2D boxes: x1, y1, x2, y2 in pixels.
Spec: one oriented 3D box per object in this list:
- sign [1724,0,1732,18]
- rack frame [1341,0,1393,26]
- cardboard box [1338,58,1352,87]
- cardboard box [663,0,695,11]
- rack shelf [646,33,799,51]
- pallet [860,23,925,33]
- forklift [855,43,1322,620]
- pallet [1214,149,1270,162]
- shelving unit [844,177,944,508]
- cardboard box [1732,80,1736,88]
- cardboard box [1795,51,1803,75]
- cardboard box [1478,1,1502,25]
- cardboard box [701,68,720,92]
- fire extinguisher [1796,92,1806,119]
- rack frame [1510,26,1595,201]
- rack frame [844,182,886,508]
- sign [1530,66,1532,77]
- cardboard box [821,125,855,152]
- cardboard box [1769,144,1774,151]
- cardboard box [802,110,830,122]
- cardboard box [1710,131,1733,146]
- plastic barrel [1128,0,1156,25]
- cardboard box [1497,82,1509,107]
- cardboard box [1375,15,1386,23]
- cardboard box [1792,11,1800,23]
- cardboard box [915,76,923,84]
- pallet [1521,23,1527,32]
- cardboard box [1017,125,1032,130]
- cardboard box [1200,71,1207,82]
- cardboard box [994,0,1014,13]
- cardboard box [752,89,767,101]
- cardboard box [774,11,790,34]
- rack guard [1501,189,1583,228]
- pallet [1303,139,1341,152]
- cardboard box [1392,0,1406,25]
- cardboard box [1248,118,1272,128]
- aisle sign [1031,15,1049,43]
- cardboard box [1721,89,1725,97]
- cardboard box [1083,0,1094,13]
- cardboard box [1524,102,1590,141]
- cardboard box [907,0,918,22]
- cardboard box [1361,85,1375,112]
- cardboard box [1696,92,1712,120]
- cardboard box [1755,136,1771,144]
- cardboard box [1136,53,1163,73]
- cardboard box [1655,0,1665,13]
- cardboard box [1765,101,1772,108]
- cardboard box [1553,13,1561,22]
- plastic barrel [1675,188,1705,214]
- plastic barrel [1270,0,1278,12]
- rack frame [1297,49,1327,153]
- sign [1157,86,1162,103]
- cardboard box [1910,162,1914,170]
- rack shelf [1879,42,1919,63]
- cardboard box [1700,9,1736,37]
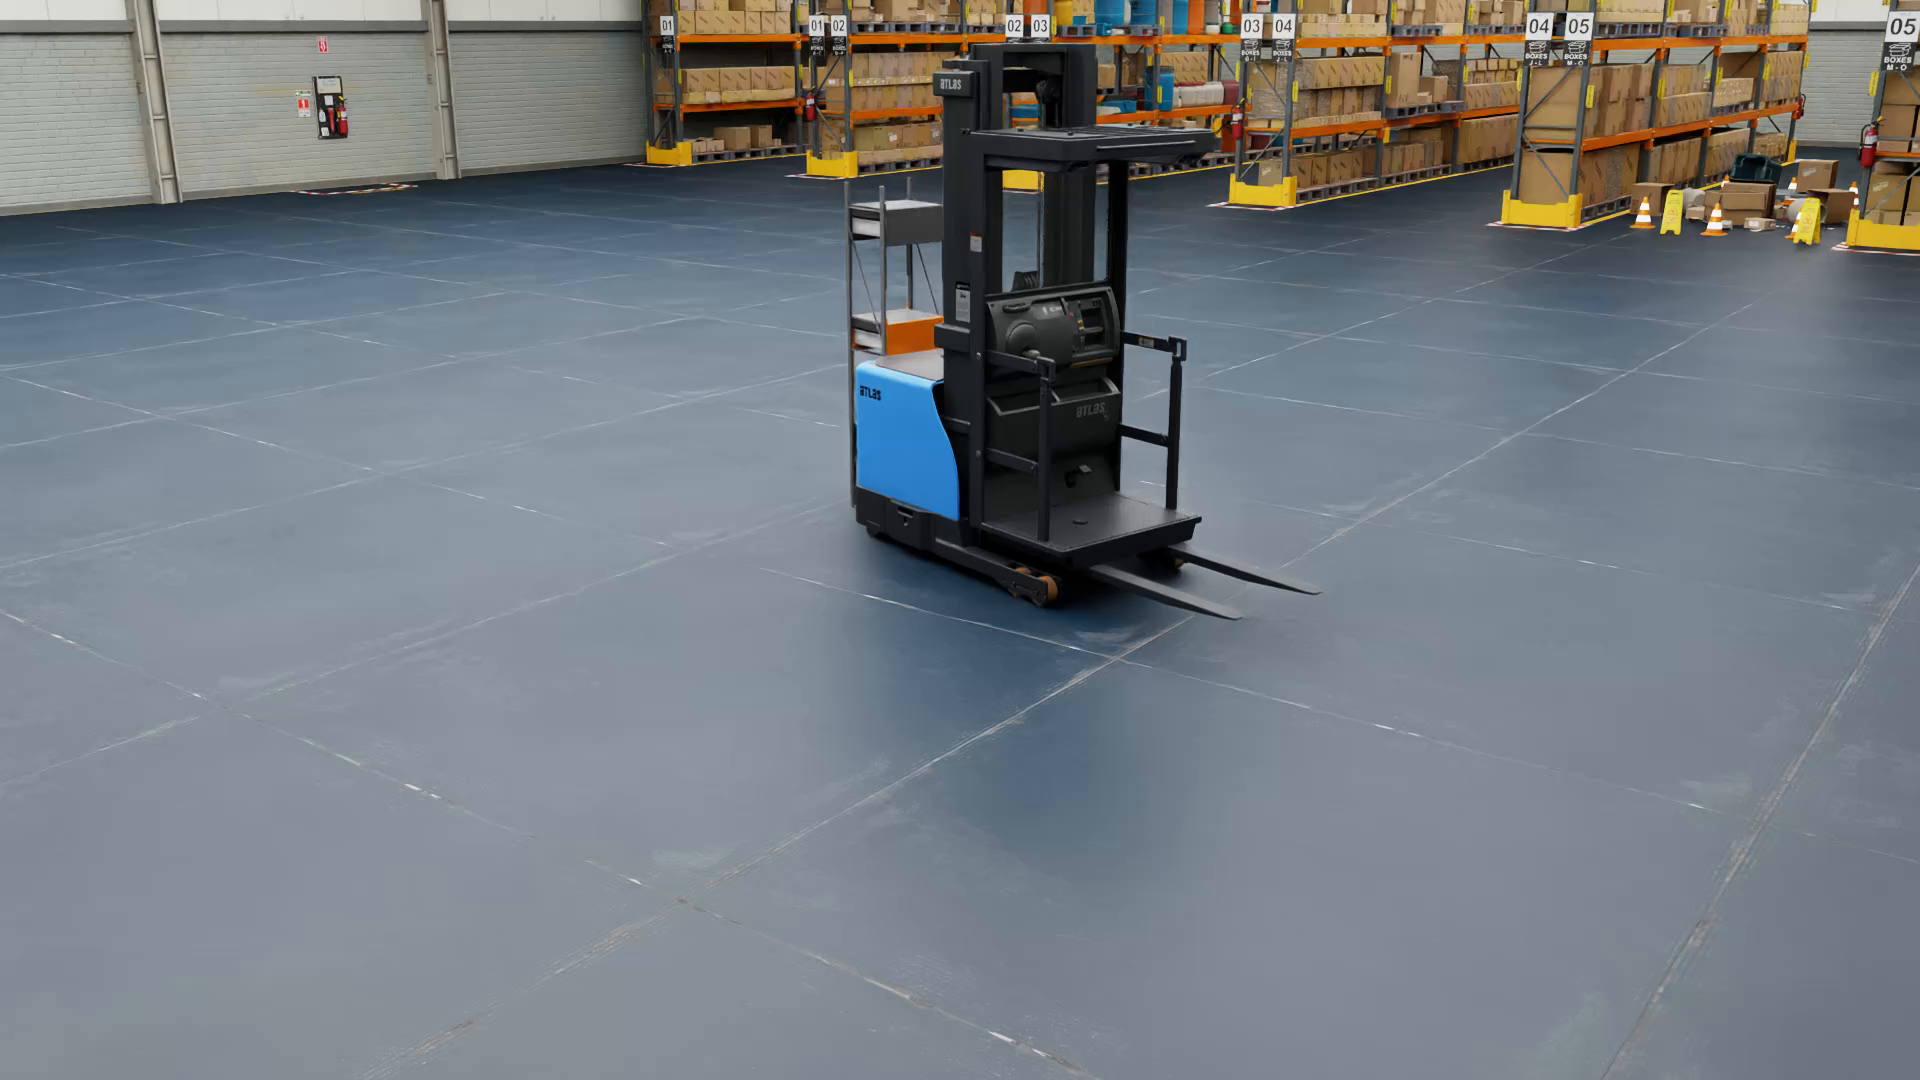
[{"bbox_3d":[14.414,-9.966,31.215,0.100,0.325,0.005,12,21,35],"label":"sign"},{"bbox_3d":[7.667,-11.161,31.012,1.000,3.000,0.127,12,21,35],"label":"rack frame"},{"bbox_3d":[6.724,-8.451,30.044,0.500,0.500,0.500,12,21,35],"label":"cardboard box"},{"bbox_3d":[-6.226,-11.986,36.836,0.500,0.500,0.500,11,20,31],"label":"cardboard box"},{"bbox_3d":[-5.459,-11.535,38.486,1.077,0.370,4.000,12,21,35],"label":"rack shelf"},{"bbox_3d":[-1.501,-10.941,35.509,1.003,0.211,1.213,12,21,35],"label":"pallet"},{"bbox_3d":[0.668,-1.206,9.185,1.130,2.935,3.031,-13,22,-37],"label":"forklift"},{"bbox_3d":[6.509,-8.988,38.830,1.003,0.211,1.213,12,21,35],"label":"pallet"},{"bbox_3d":[-0.398,-1.225,10.648,0.503,2.100,0.431,-13,22,-37],"label":"shelving unit"},{"bbox_3d":[15.338,-9.161,33.399,0.380,0.149,0.250,12,21,34],"label":"cardboard box"},{"bbox_3d":[18.667,-10.768,37.506,0.500,0.500,0.500,12,21,34],"label":"cardboard box"},{"bbox_3d":[11.250,-11.422,36.026,0.797,0.503,0.637,12,21,34],"label":"cardboard box"},{"bbox_3d":[-5.822,-10.442,37.766,0.500,0.500,0.500,12,21,35],"label":"cardboard box"},{"bbox_3d":[19.261,-10.017,38.203,0.296,0.674,0.183,12,21,35],"label":"fire extinguisher"},{"bbox_3d":[9.207,-6.443,25.934,1.000,3.000,0.127,12,21,35],"label":"rack frame"},{"bbox_3d":[-0.587,-1.179,10.501,0.015,2.100,0.400,-13,22,-37],"label":"rack frame"},{"bbox_3d":[12.875,-10.623,37.577,0.100,0.325,0.005,12,21,35],"label":"sign"},{"bbox_3d":[-2.589,-8.521,35.289,0.500,0.500,0.500,12,21,35],"label":"cardboard box"},{"bbox_3d":[17.739,-8.681,36.738,0.380,0.149,0.250,13,21,35],"label":"cardboard box"},{"bbox_3d":[-3.582,-10.581,41.466,0.500,0.250,0.500,12,21,34],"label":"cardboard box"},{"bbox_3d":[15.186,-8.071,33.420,0.500,0.250,0.500,13,21,35],"label":"cardboard box"},{"bbox_3d":[3.818,-11.003,34.715,0.600,0.901,0.708,12,21,35],"label":"plastic barrel"},{"bbox_3d":[11.768,-9.848,36.729,0.500,0.500,0.500,12,21,34],"label":"cardboard box"},{"bbox_3d":[7.705,-9.719,31.007,0.380,0.149,0.250,13,22,36],"label":"cardboard box"},{"bbox_3d":[18.059,-11.455,36.427,0.500,0.250,0.500,13,21,35],"label":"cardboard box"},{"bbox_3d":[-1.034,-10.001,36.127,0.380,0.149,0.250,13,22,36],"label":"cardboard box"},{"bbox_3d":[12.930,-11.785,38.228,1.003,0.211,1.213,12,21,35],"label":"pallet"},{"bbox_3d":[1.375,-9.743,39.542,0.500,0.311,0.500,12,21,34],"label":"cardboard box"},{"bbox_3d":[6.509,-12.675,45.832,0.500,0.500,0.500,13,21,35],"label":"cardboard box"},{"bbox_3d":[1.150,-14.915,46.270,0.500,0.500,0.500,12,21,34],"label":"cardboard box"},{"bbox_3d":[-4.897,-10.454,39.069,0.500,0.250,0.500,12,21,34],"label":"cardboard box"},{"bbox_3d":[-4.371,-12.248,39.365,0.500,0.500,0.500,13,22,36],"label":"cardboard box"},{"bbox_3d":[9.193,-5.244,26.286,1.175,0.500,0.348,12,21,35],"label":"rack guard"},{"bbox_3d":[8.863,-9.927,41.856,1.003,0.211,1.213,12,21,35],"label":"pallet"},{"bbox_3d":[8.027,-10.073,31.684,0.797,0.503,0.637,11,20,32],"label":"cardboard box"},{"bbox_3d":[5.288,-7.328,29.207,0.380,0.149,0.250,12,21,35],"label":"cardboard box"},{"bbox_3d":[1.498,-9.392,31.045,0.394,0.787,0.004,12,21,35],"label":"aisle sign"},{"bbox_3d":[14.889,-8.840,32.867,0.380,0.149,0.250,13,21,35],"label":"cardboard box"},{"bbox_3d":[2.970,-13.304,41.115,0.500,0.500,0.500,12,21,35],"label":"cardboard box"},{"bbox_3d":[9.392,-6.611,26.222,0.875,0.550,0.550,12,21,35],"label":"cardboard box"},{"bbox_3d":[-1.369,-11.427,35.807,0.797,0.503,0.637,15,23,41],"label":"cardboard box"},{"bbox_3d":[7.349,-8.390,31.533,0.875,0.500,0.500,12,21,35],"label":"cardboard box"},{"bbox_3d":[13.921,-8.242,31.557,0.500,0.500,0.500,12,21,35],"label":"cardboard box"},{"bbox_3d":[17.680,-8.838,36.741,0.380,0.149,0.250,13,21,35],"label":"cardboard box"},{"bbox_3d":[4.987,-12.541,43.716,0.500,0.500,0.500,13,22,36],"label":"cardboard box"},{"bbox_3d":[11.503,-8.985,27.935,0.500,0.250,0.500,12,21,34],"label":"cardboard box"},{"bbox_3d":[17.369,-9.451,36.042,0.380,0.149,0.250,13,21,36],"label":"cardboard box"},{"bbox_3d":[9.133,-8.143,25.897,0.380,0.149,0.250,12,21,35],"label":"cardboard box"},{"bbox_3d":[12.146,-5.624,27.641,0.421,0.421,0.512,-4,18,-13],"label":"plastic barrel"},{"bbox_3d":[7.562,-12.516,38.879,0.600,0.901,0.708,12,21,35],"label":"plastic barrel"},{"bbox_3d":[8.456,-11.077,40.856,1.000,3.000,0.127,12,21,35],"label":"rack frame"},{"bbox_3d":[4.125,-9.204,34.358,0.100,0.325,0.005,12,21,35],"label":"sign"},{"bbox_3d":[13.986,-5.606,24.808,0.380,0.149,0.250,14,22,37],"label":"cardboard box"},{"bbox_3d":[14.434,-7.158,24.391,1.077,0.370,4.000,12,21,35],"label":"rack shelf"},{"bbox_3d":[14.528,-9.918,31.897,0.500,0.500,0.500,12,21,35],"label":"cardboard box"}]
